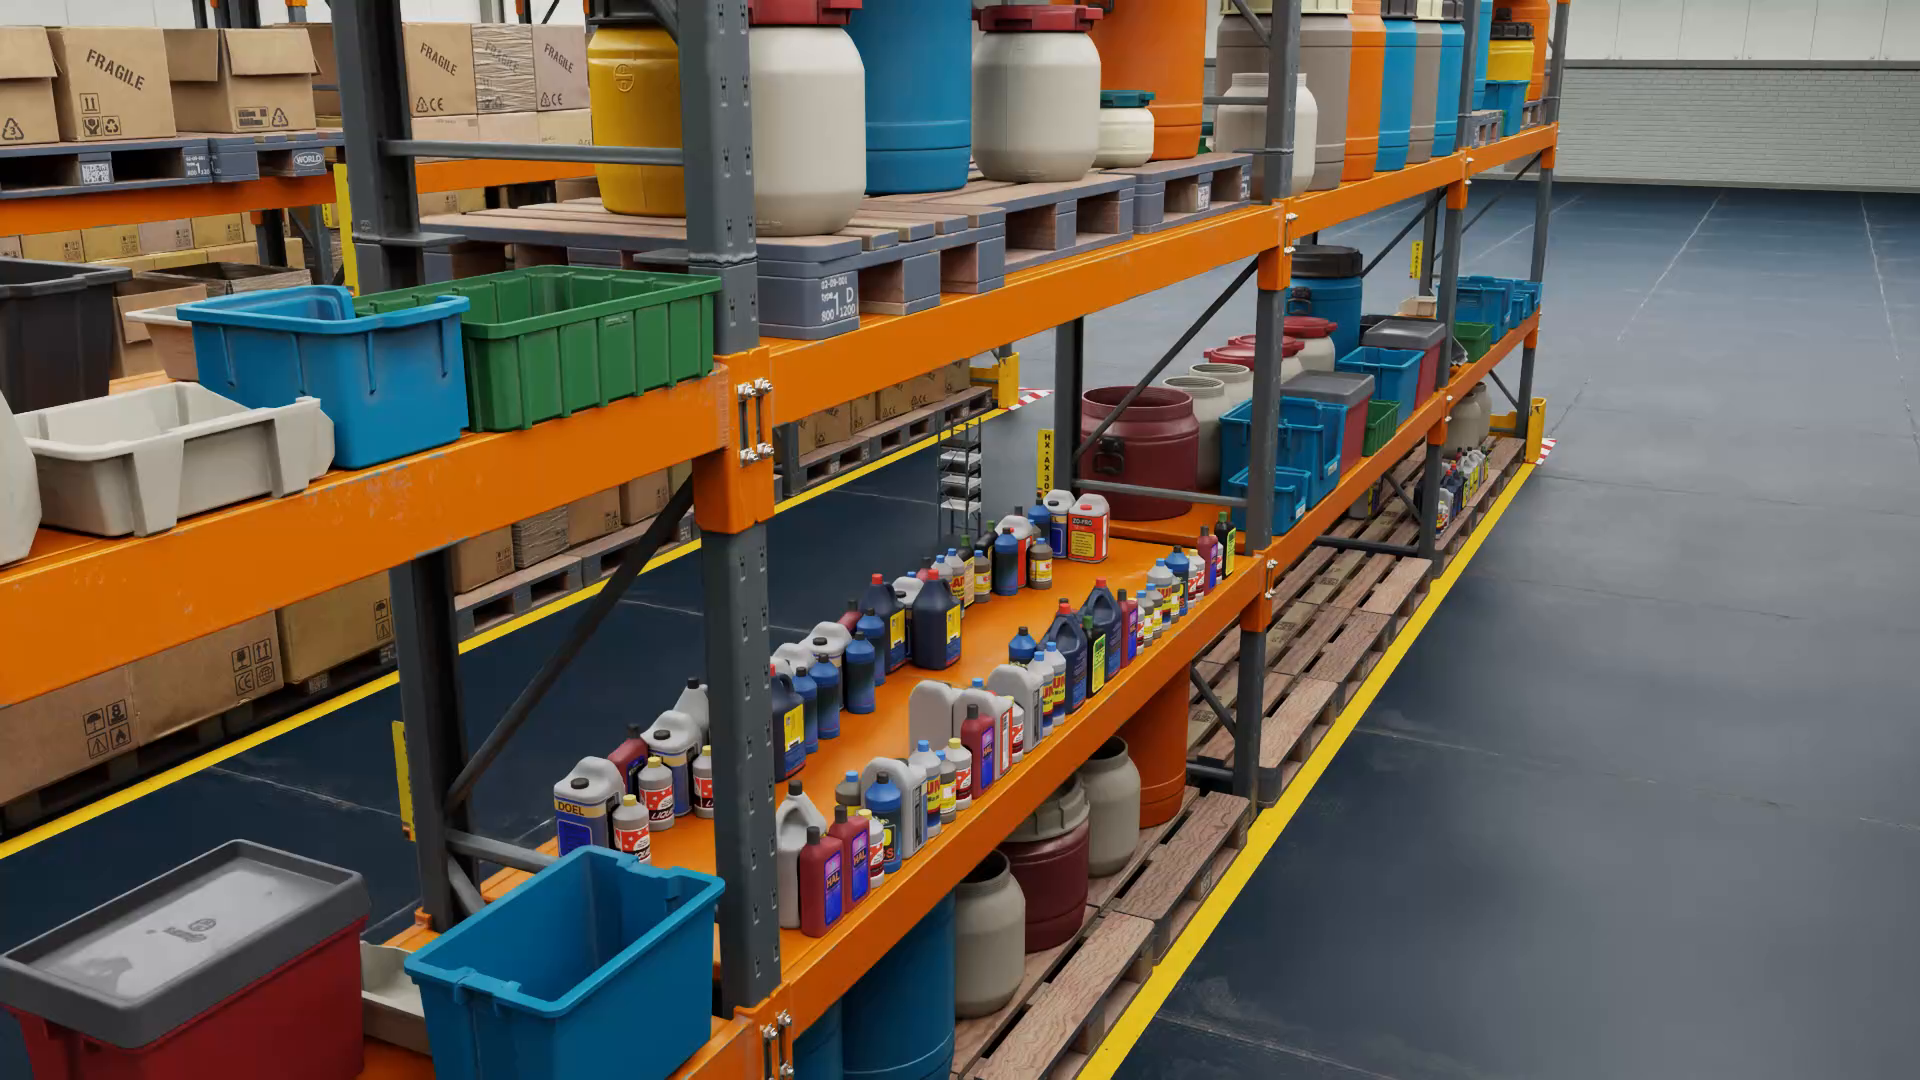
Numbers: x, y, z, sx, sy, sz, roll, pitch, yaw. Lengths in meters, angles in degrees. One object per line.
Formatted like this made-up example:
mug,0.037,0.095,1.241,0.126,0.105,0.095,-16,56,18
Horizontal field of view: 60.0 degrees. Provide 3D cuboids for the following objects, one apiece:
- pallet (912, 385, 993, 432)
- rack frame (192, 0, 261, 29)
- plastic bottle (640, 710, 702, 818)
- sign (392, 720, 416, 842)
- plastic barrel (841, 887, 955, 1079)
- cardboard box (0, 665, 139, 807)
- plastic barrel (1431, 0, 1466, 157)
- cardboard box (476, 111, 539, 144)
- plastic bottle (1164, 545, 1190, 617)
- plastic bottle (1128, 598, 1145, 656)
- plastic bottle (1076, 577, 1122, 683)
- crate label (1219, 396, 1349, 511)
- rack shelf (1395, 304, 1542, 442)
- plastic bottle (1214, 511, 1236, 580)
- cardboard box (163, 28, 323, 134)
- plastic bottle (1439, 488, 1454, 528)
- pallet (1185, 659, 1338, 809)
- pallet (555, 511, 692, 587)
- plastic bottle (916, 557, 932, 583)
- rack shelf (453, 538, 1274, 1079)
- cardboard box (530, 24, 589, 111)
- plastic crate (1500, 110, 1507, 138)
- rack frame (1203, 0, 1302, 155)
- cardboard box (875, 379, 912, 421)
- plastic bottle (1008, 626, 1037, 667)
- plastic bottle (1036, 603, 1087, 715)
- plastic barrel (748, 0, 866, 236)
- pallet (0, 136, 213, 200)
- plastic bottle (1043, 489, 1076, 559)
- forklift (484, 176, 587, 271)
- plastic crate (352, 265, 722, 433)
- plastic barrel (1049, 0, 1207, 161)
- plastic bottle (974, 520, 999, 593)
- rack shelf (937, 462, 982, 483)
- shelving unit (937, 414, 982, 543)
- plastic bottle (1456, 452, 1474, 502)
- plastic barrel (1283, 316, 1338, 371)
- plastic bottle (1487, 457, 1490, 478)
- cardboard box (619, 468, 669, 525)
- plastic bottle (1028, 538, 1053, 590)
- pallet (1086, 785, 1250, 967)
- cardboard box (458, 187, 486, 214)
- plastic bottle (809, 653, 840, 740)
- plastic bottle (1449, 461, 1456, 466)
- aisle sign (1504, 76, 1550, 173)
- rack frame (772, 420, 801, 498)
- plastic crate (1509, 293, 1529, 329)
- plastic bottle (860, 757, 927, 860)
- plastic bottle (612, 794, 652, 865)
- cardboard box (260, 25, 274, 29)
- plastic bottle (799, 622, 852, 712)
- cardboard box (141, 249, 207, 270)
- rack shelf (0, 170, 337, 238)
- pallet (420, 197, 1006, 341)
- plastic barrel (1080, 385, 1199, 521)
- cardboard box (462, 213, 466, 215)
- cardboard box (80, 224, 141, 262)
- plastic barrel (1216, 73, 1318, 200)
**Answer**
pallet,-0.387,-1.310,16.064,1.003,0.211,1.213,8,18,25
rack frame,-8.824,-7.005,19.804,1.000,3.000,0.127,8,18,25
plastic bottle,-0.839,0.643,4.808,0.152,0.276,0.135,8,18,25
sign,-1.381,0.615,4.199,0.100,0.325,0.005,8,18,25
plastic barrel,-0.315,1.306,5.306,0.600,0.901,0.708,8,18,25
cardboard box,-4.654,0.612,7.689,1.225,0.875,0.875,7,18,23
plastic barrel,2.652,-2.740,9.834,0.600,0.901,0.708,8,18,25
cardboard box,-2.865,-2.415,9.881,0.500,0.250,0.500,9,19,27
plastic bottle,0.841,0.154,6.464,0.097,0.271,0.097,0,17,0
plastic bottle,0.623,0.311,6.056,0.097,0.201,0.097,0,17,0
plastic bottle,0.480,0.307,5.810,0.144,0.351,0.185,8,18,25
crate label,1.584,-0.436,8.162,0.502,0.435,0.616,8,18,25
rack shelf,3.579,-1.384,12.679,1.077,0.370,4.000,8,18,25
plastic bottle,1.099,0.013,6.918,0.061,0.283,0.133,8,18,25
cardboard box,-3.741,-2.355,8.497,0.797,0.503,0.637,9,19,29
plastic bottle,3.340,-0.236,11.561,0.152,0.276,0.135,9,19,27
pallet,1.279,0.944,8.476,1.003,0.211,1.213,8,18,25
pallet,-2.636,-0.002,11.662,1.003,0.211,1.213,8,18,25
plastic bottle,-0.142,0.213,6.244,0.061,0.283,0.133,8,18,25
rack shelf,0.004,0.654,5.818,1.077,0.370,4.000,8,18,25
cardboard box,-2.645,-2.901,10.201,0.500,0.500,0.500,8,18,24
plastic crate,3.634,-2.923,11.701,0.336,0.188,0.450,8,18,25
rack frame,0.898,-3.076,6.577,1.000,3.000,0.127,8,18,25
cardboard box,-0.785,-1.401,15.125,0.500,0.500,0.500,10,19,30
plastic bottle,0.210,0.422,5.562,0.097,0.271,0.097,0,17,0
plastic bottle,0.338,0.388,5.537,0.144,0.351,0.185,8,18,25
plastic barrel,-0.430,-0.988,3.839,0.433,0.535,0.433,0,17,0
pallet,-4.270,-1.722,7.617,1.003,0.211,1.213,9,19,28
plastic bottle,0.415,-0.072,7.216,0.152,0.276,0.135,8,18,25
forklift,-3.930,-2.213,14.328,1.130,2.935,3.031,15,22,42
plastic crate,-0.808,-0.372,3.111,0.450,0.188,0.662,8,18,25
plastic barrel,0.642,-1.901,6.398,0.600,0.830,0.708,8,18,25
plastic bottle,0.108,0.071,6.723,0.061,0.283,0.133,8,18,25
rack shelf,-0.004,-0.484,11.873,0.258,0.077,0.200,8,18,25
shelving unit,-0.004,-0.429,11.889,0.258,0.900,0.210,8,18,25
plastic bottle,3.692,-0.470,12.217,0.144,0.351,0.185,8,18,25
plastic barrel,2.062,-1.069,10.116,0.433,0.535,0.433,0,17,0
plastic bottle,4.044,-0.584,12.865,0.097,0.201,0.097,0,17,0
cardboard box,-2.519,-0.447,11.878,0.700,0.500,0.500,6,18,21
plastic bottle,0.329,0.093,6.792,0.097,0.201,0.097,0,17,0
pallet,0.583,1.342,7.134,1.003,0.211,1.213,8,18,25
cardboard box,-5.206,-3.596,16.704,0.875,0.550,0.500,8,18,25
plastic bottle,-0.434,0.494,5.319,0.097,0.271,0.097,0,17,0
plastic bottle,3.725,-0.499,12.579,0.097,0.201,0.097,0,17,0
aisle sign,4.771,-3.465,13.856,0.394,0.787,0.004,8,18,25
rack frame,-1.746,-1.849,12.983,1.000,3.000,0.127,8,18,25
plastic crate,4.221,-1.837,13.201,0.499,0.251,0.408,8,18,25
plastic bottle,-0.178,0.715,4.566,0.152,0.276,0.135,8,18,25
plastic bottle,-0.883,0.783,4.468,0.097,0.201,0.097,0,17,0
cardboard box,-6.259,-4.589,15.066,0.380,0.149,0.250,8,18,25
plastic bottle,-0.450,0.421,5.555,0.152,0.276,0.135,8,18,25
cardboard box,-6.583,-2.130,13.751,0.500,0.500,0.500,8,18,26
rack shelf,-4.427,-1.414,7.513,1.077,0.370,4.000,8,18,25
pallet,-0.626,-0.741,4.315,1.213,0.211,1.003,8,18,25
plastic barrel,0.834,-0.422,7.939,0.600,0.536,0.708,8,18,25
cardboard box,-5.264,-3.087,16.886,0.875,0.550,0.500,8,18,25
cardboard box,-7.035,-2.518,13.302,0.700,0.500,0.500,8,18,25
plastic barrel,1.311,-1.732,7.123,0.421,0.512,0.421,0,17,0
